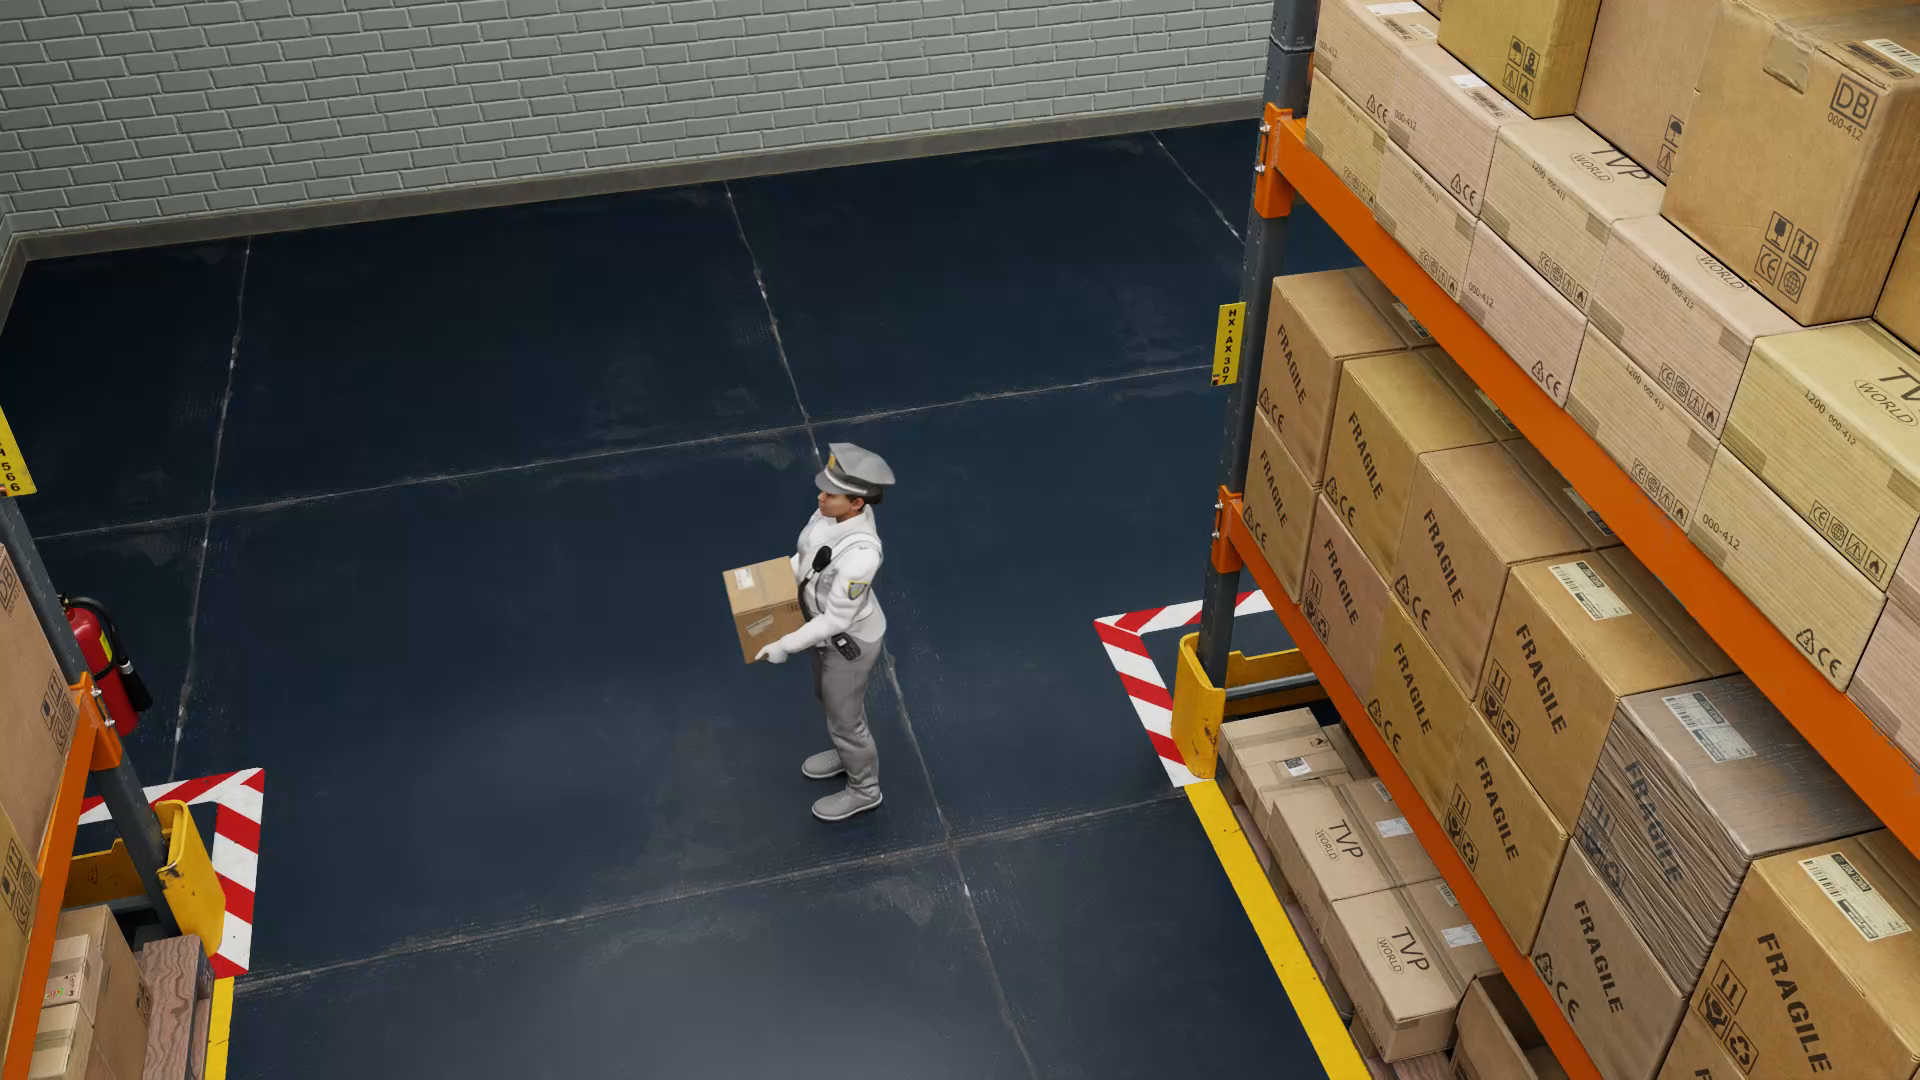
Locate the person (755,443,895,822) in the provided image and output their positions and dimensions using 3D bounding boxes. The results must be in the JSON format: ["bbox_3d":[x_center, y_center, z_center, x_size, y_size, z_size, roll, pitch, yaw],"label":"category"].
[{"bbox_3d":[-0.509,0.357,6.242,0.556,1.686,0.460,-9,39,-12],"label":"person"}]
